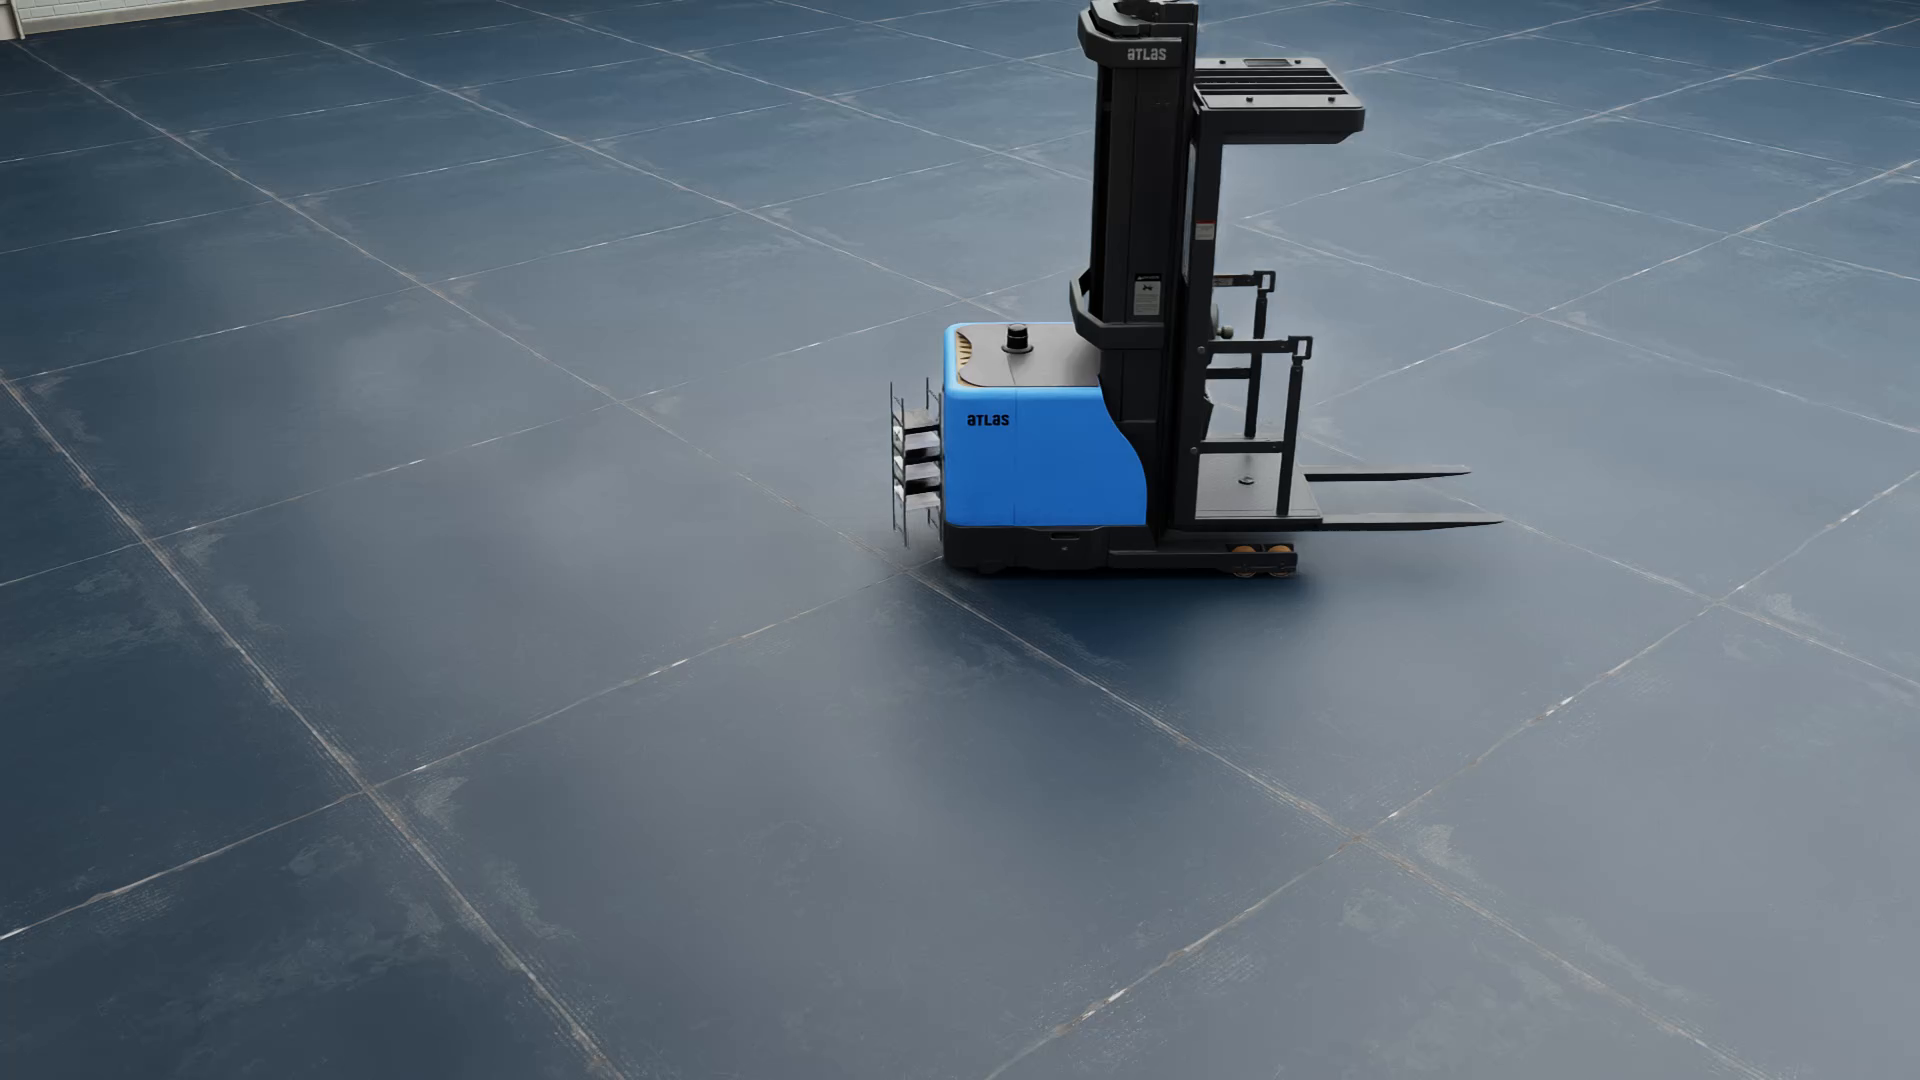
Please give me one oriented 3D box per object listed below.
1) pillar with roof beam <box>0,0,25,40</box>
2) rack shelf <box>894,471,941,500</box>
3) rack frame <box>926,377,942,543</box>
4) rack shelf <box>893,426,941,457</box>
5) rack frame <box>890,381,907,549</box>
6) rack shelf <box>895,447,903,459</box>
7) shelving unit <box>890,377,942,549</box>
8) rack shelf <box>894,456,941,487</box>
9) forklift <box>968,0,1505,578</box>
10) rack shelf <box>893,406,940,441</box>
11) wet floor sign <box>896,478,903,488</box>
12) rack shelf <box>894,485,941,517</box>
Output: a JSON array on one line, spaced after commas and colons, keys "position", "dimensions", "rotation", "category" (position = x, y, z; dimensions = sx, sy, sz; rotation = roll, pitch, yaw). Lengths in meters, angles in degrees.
[{"position": [-9.389, -8.824, 16.214], "dimensions": [0.400, 9.000, 9.100], "rotation": [-22, 35, -35], "category": "pillar with roof beam"}, {"position": [-0.238, -0.309, 9.135], "dimensions": [0.200, 0.077, 0.258], "rotation": [-9, 29, -16], "category": "rack shelf"}, {"position": [-0.142, -0.433, 9.105], "dimensions": [0.006, 0.900, 0.240], "rotation": [-9, 29, -16], "category": "rack frame"}, {"position": [-0.238, -0.547, 9.008], "dimensions": [0.200, 0.077, 0.258], "rotation": [-9, 29, -16], "category": "rack shelf"}, {"position": [-0.335, -0.403, 9.049], "dimensions": [0.006, 0.900, 0.240], "rotation": [-9, 29, -16], "category": "rack frame"}, {"position": [-0.238, -0.481, 9.043], "dimensions": [0.184, 0.015, 0.199], "rotation": [-9, 29, -16], "category": "rack shelf"}, {"position": [-0.238, -0.418, 9.077], "dimensions": [0.210, 0.900, 0.258], "rotation": [-9, 29, -16], "category": "shelving unit"}, {"position": [-0.238, -0.388, 9.092], "dimensions": [0.200, 0.077, 0.258], "rotation": [-9, 29, -16], "category": "rack shelf"}, {"position": [1.467, -1.314, 8.666], "dimensions": [2.937, 2.867, 1.118], "rotation": [-1, 28, -1], "category": "forklift"}, {"position": [-0.238, -0.626, 8.965], "dimensions": [0.200, 0.077, 0.258], "rotation": [-9, 29, -16], "category": "rack shelf"}, {"position": [-5.919, -1.474, 11.324], "dimensions": [9.101, 0.644, 8.826], "rotation": [-10, 30, -18], "category": "wet floor sign"}, {"position": [-0.238, -0.230, 9.177], "dimensions": [0.200, 0.077, 0.258], "rotation": [-9, 29, -16], "category": "rack shelf"}]
